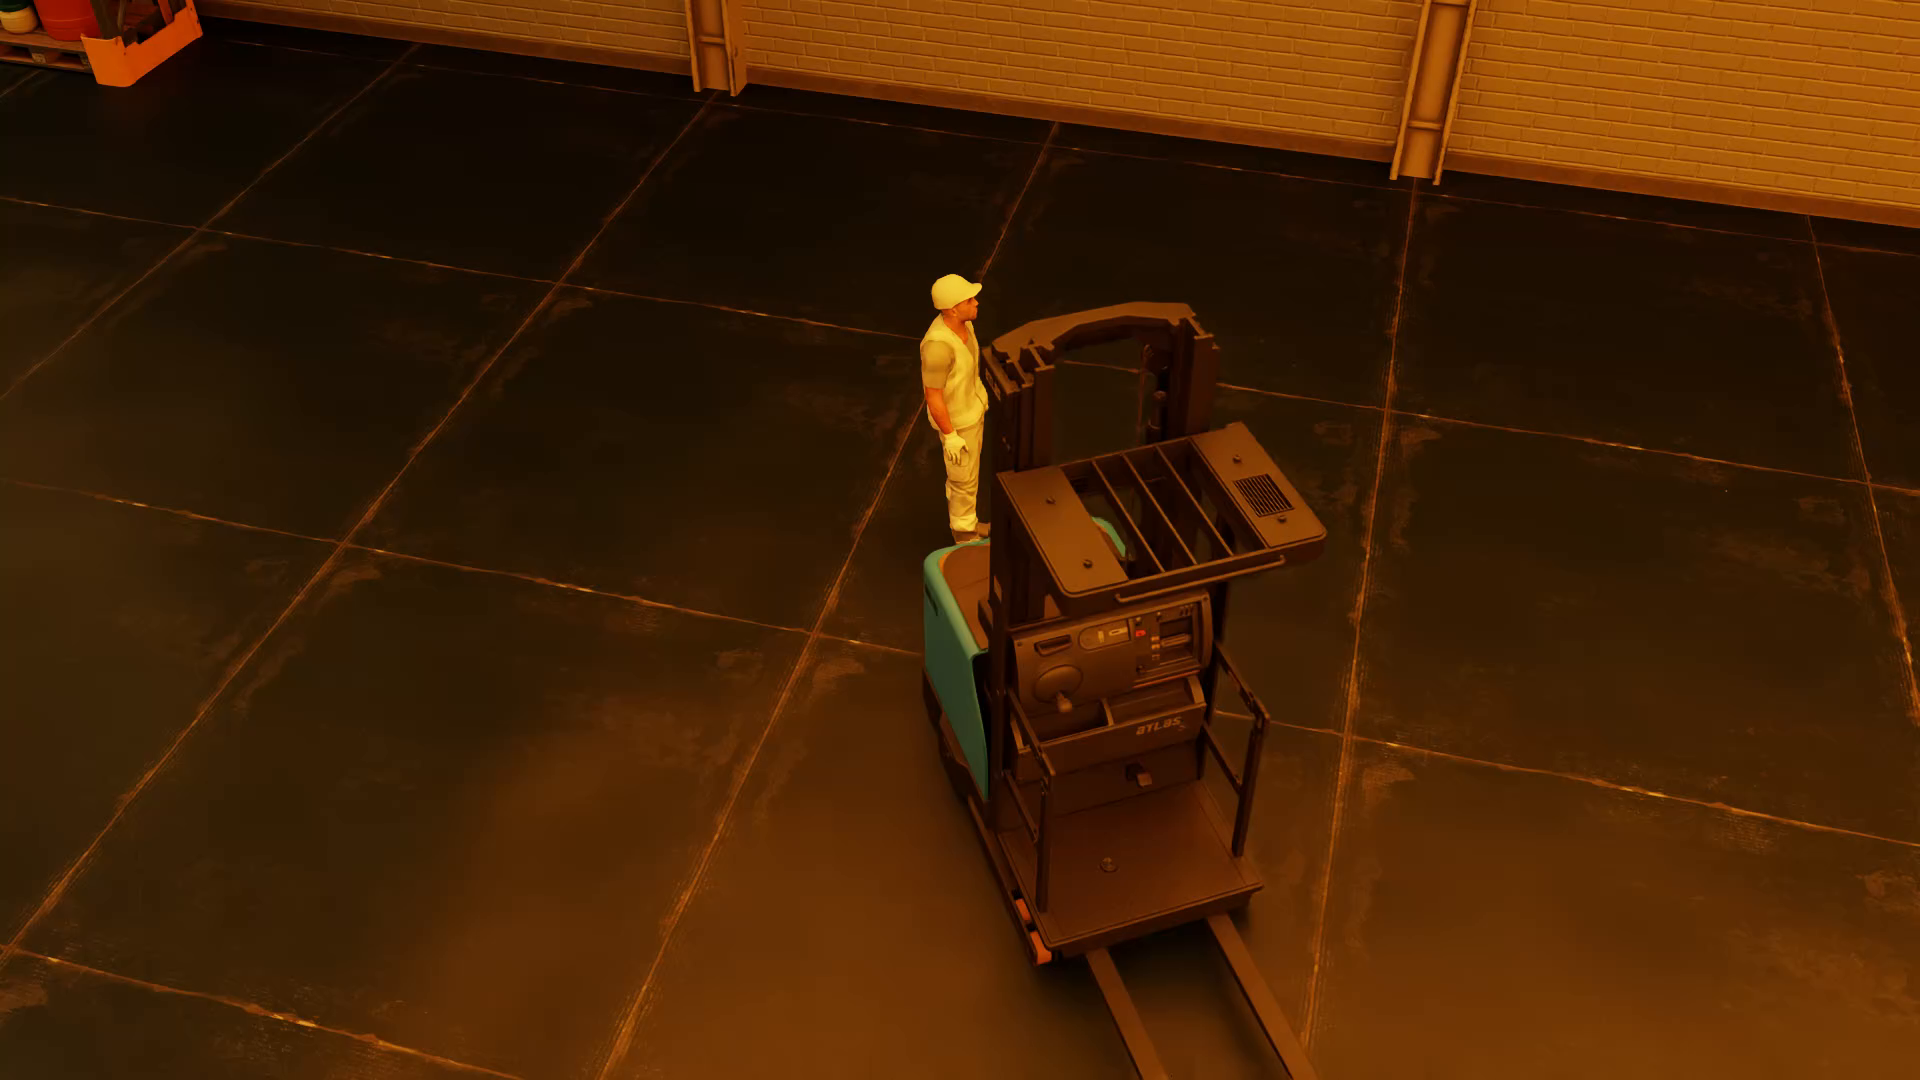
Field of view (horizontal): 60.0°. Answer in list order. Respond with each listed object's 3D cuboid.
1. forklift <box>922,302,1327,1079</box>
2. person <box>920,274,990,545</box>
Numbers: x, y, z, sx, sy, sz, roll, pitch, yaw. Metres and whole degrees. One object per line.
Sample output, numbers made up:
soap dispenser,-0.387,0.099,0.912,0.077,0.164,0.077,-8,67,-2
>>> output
forklift,0.753,0.584,7.196,1.130,2.935,3.031,-13,43,-14
person,0.074,-0.687,9.439,0.564,1.787,0.637,10,42,11
